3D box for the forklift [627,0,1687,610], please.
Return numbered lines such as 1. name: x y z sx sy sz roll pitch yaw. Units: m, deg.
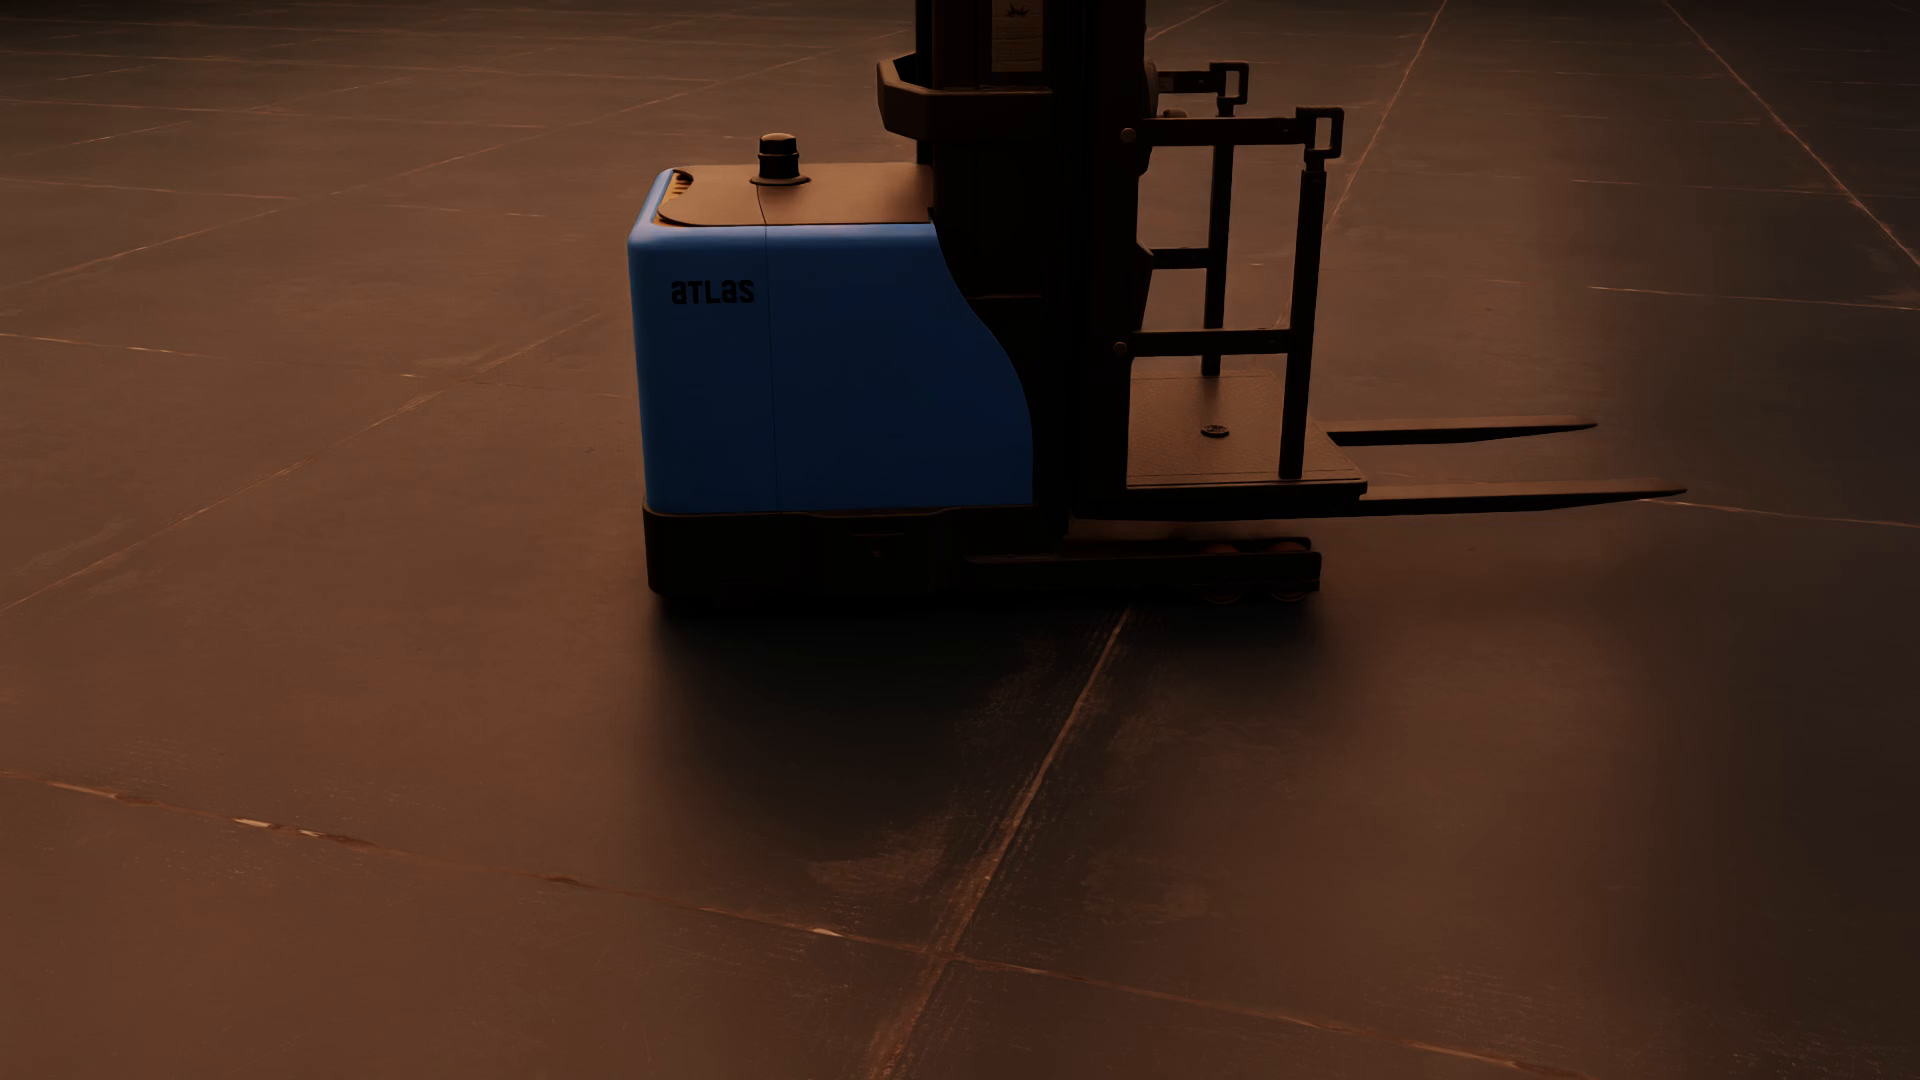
1. forklift: 0.606 -1.374 4.608 3.031 2.935 1.130 -2 23 -4
